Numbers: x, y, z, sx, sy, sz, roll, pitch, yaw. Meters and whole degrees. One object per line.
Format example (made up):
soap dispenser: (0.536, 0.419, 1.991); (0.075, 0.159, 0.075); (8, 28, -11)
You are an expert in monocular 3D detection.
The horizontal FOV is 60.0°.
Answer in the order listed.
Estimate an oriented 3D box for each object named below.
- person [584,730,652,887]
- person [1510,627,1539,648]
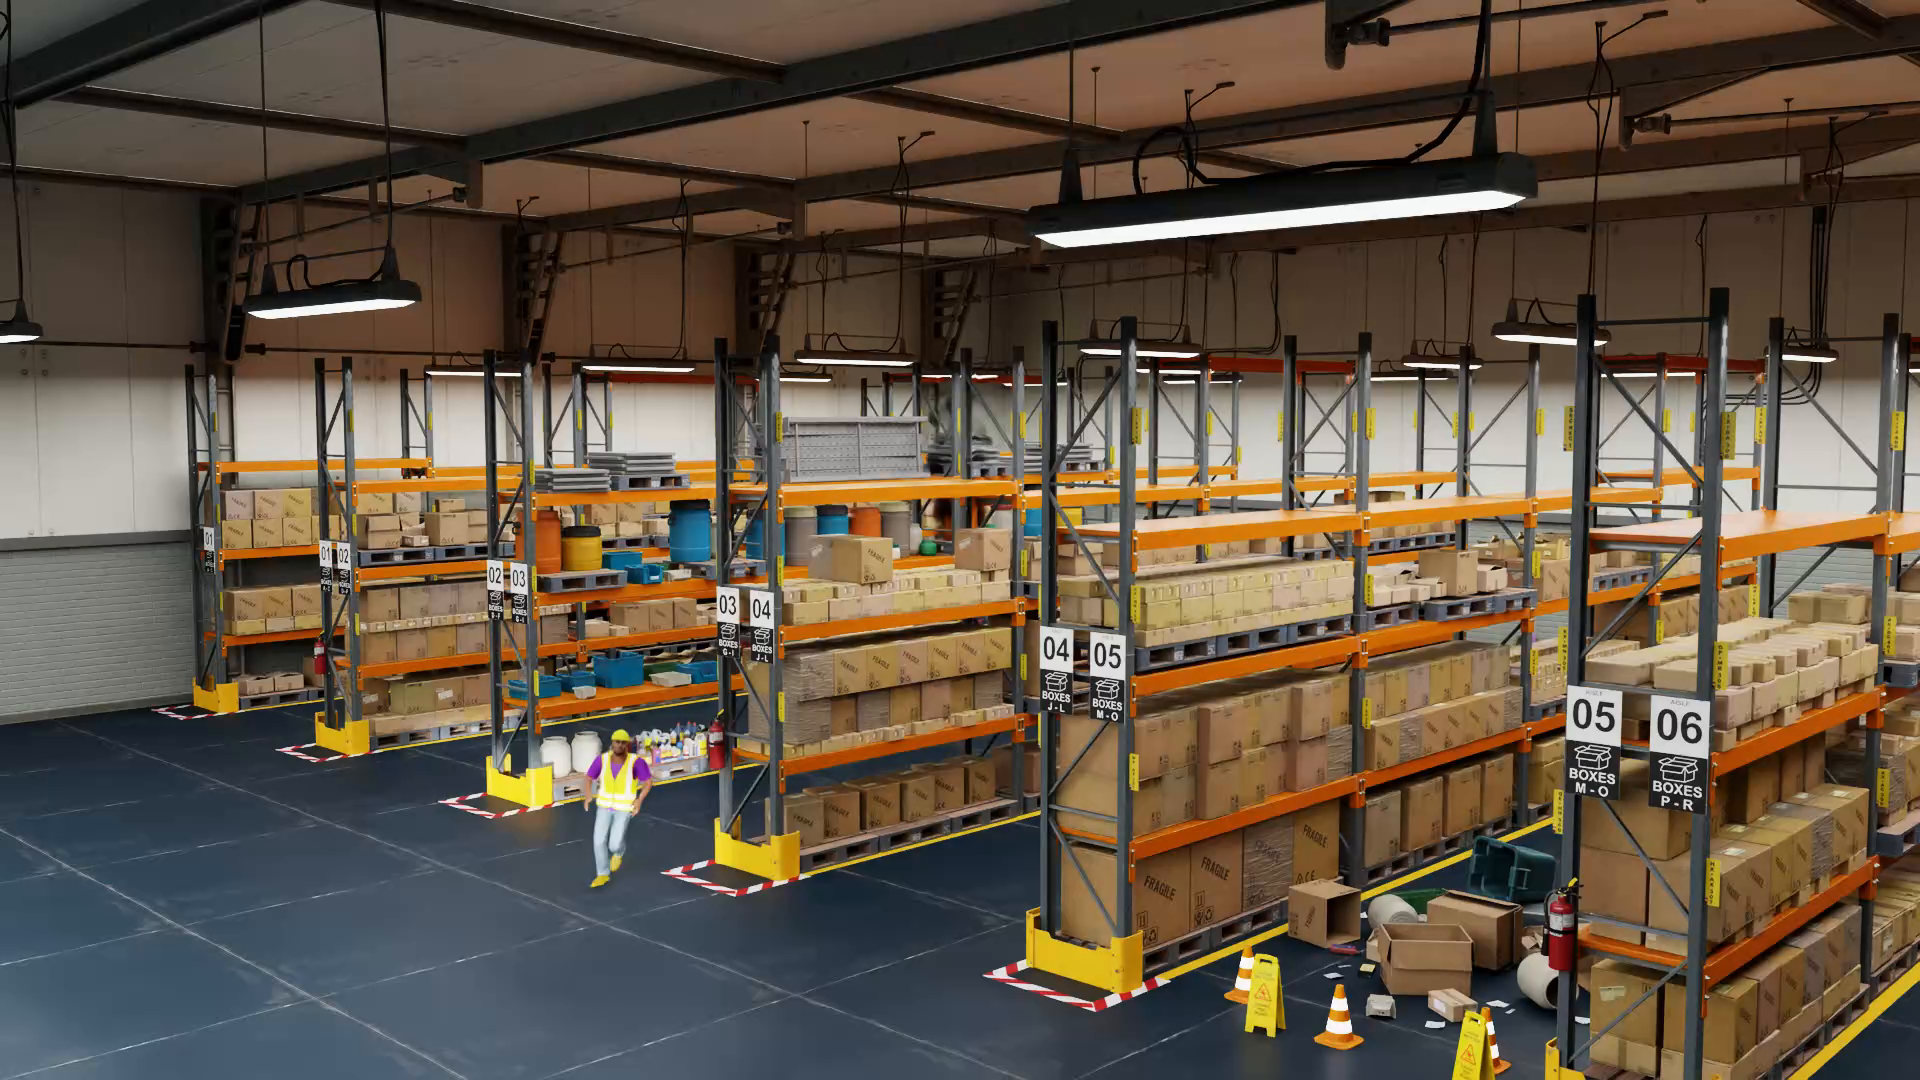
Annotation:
person: (-3.766, 2.922, 18.254); (0.735, 1.713, 0.555); (0, 4, 3)
person: (9.885, 2.173, 29.028); (0.605, 1.599, 0.802); (1, 4, 13)
